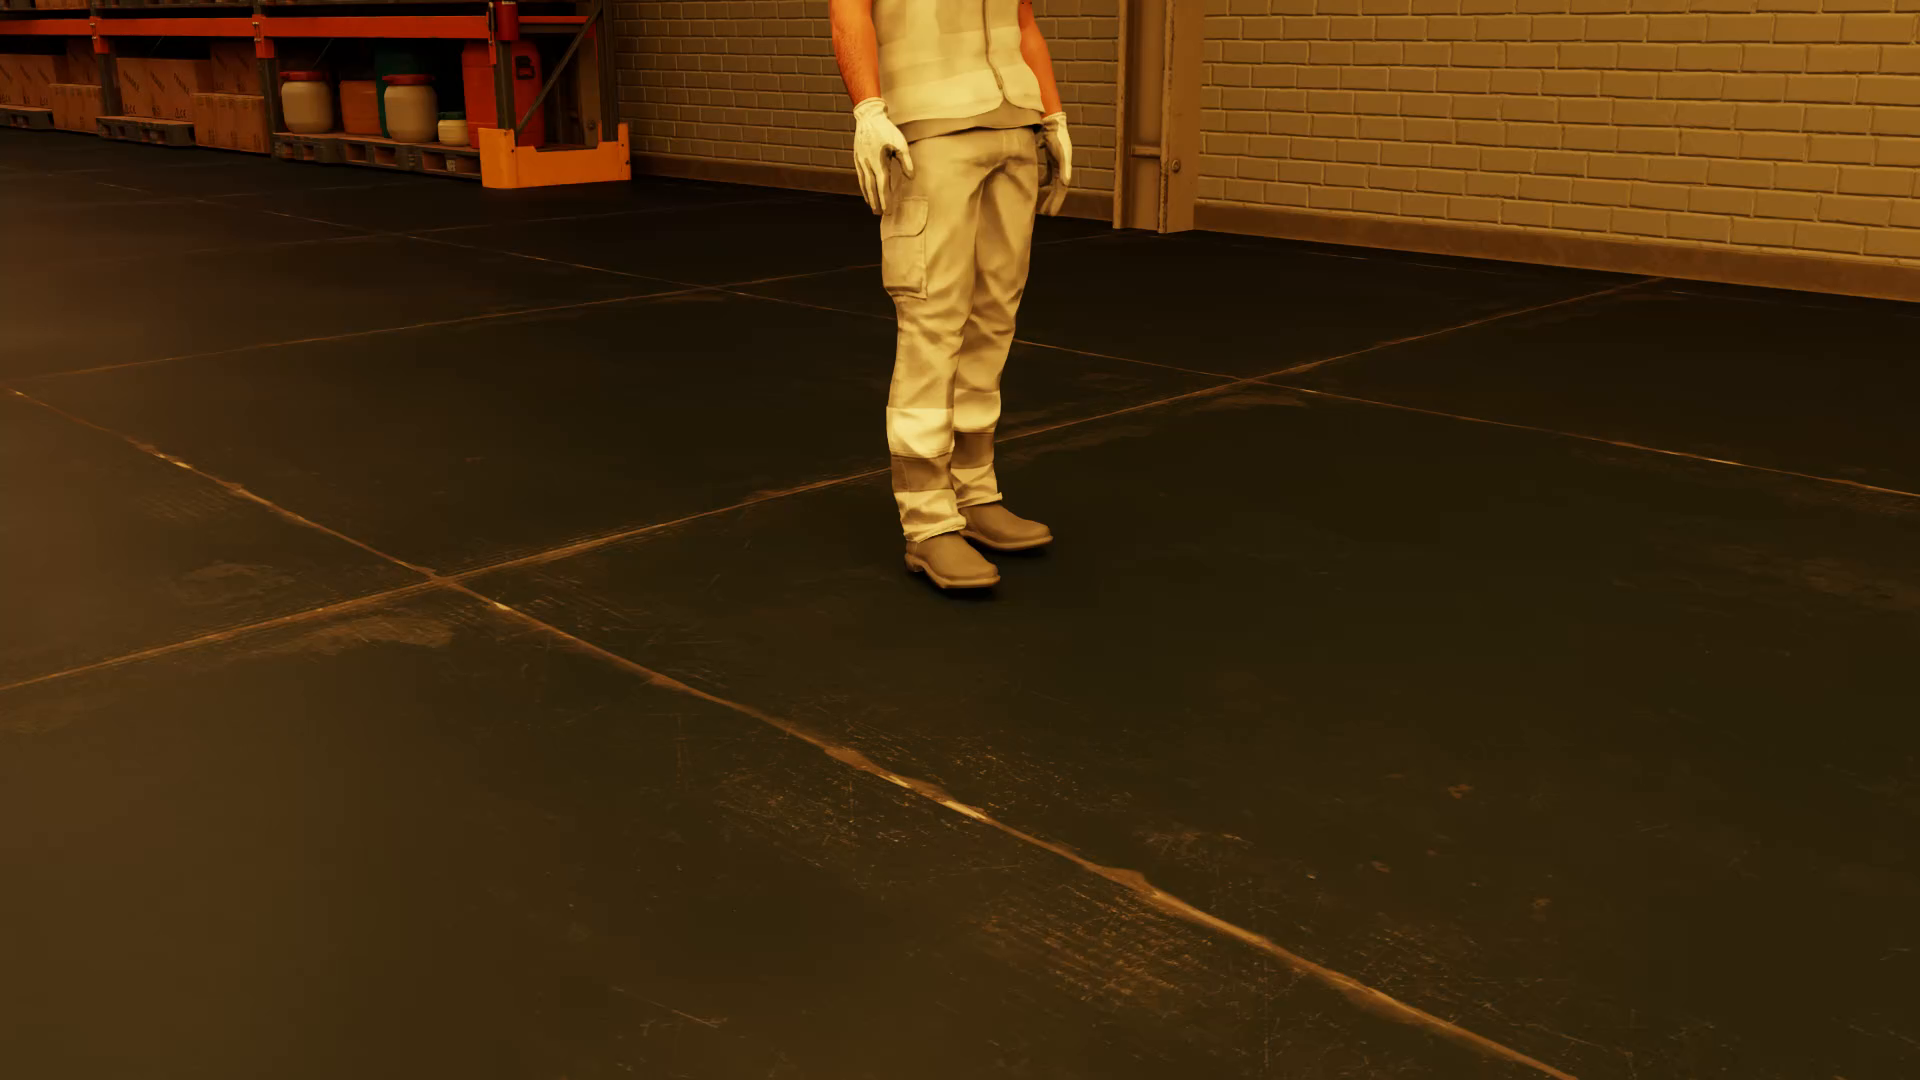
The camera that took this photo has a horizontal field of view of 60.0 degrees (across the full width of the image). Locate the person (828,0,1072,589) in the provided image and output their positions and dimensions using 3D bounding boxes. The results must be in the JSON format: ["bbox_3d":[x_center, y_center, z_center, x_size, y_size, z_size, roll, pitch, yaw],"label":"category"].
[{"bbox_3d":[0.050,-0.842,3.568,0.562,1.789,0.638,16,23,42],"label":"person"}]
